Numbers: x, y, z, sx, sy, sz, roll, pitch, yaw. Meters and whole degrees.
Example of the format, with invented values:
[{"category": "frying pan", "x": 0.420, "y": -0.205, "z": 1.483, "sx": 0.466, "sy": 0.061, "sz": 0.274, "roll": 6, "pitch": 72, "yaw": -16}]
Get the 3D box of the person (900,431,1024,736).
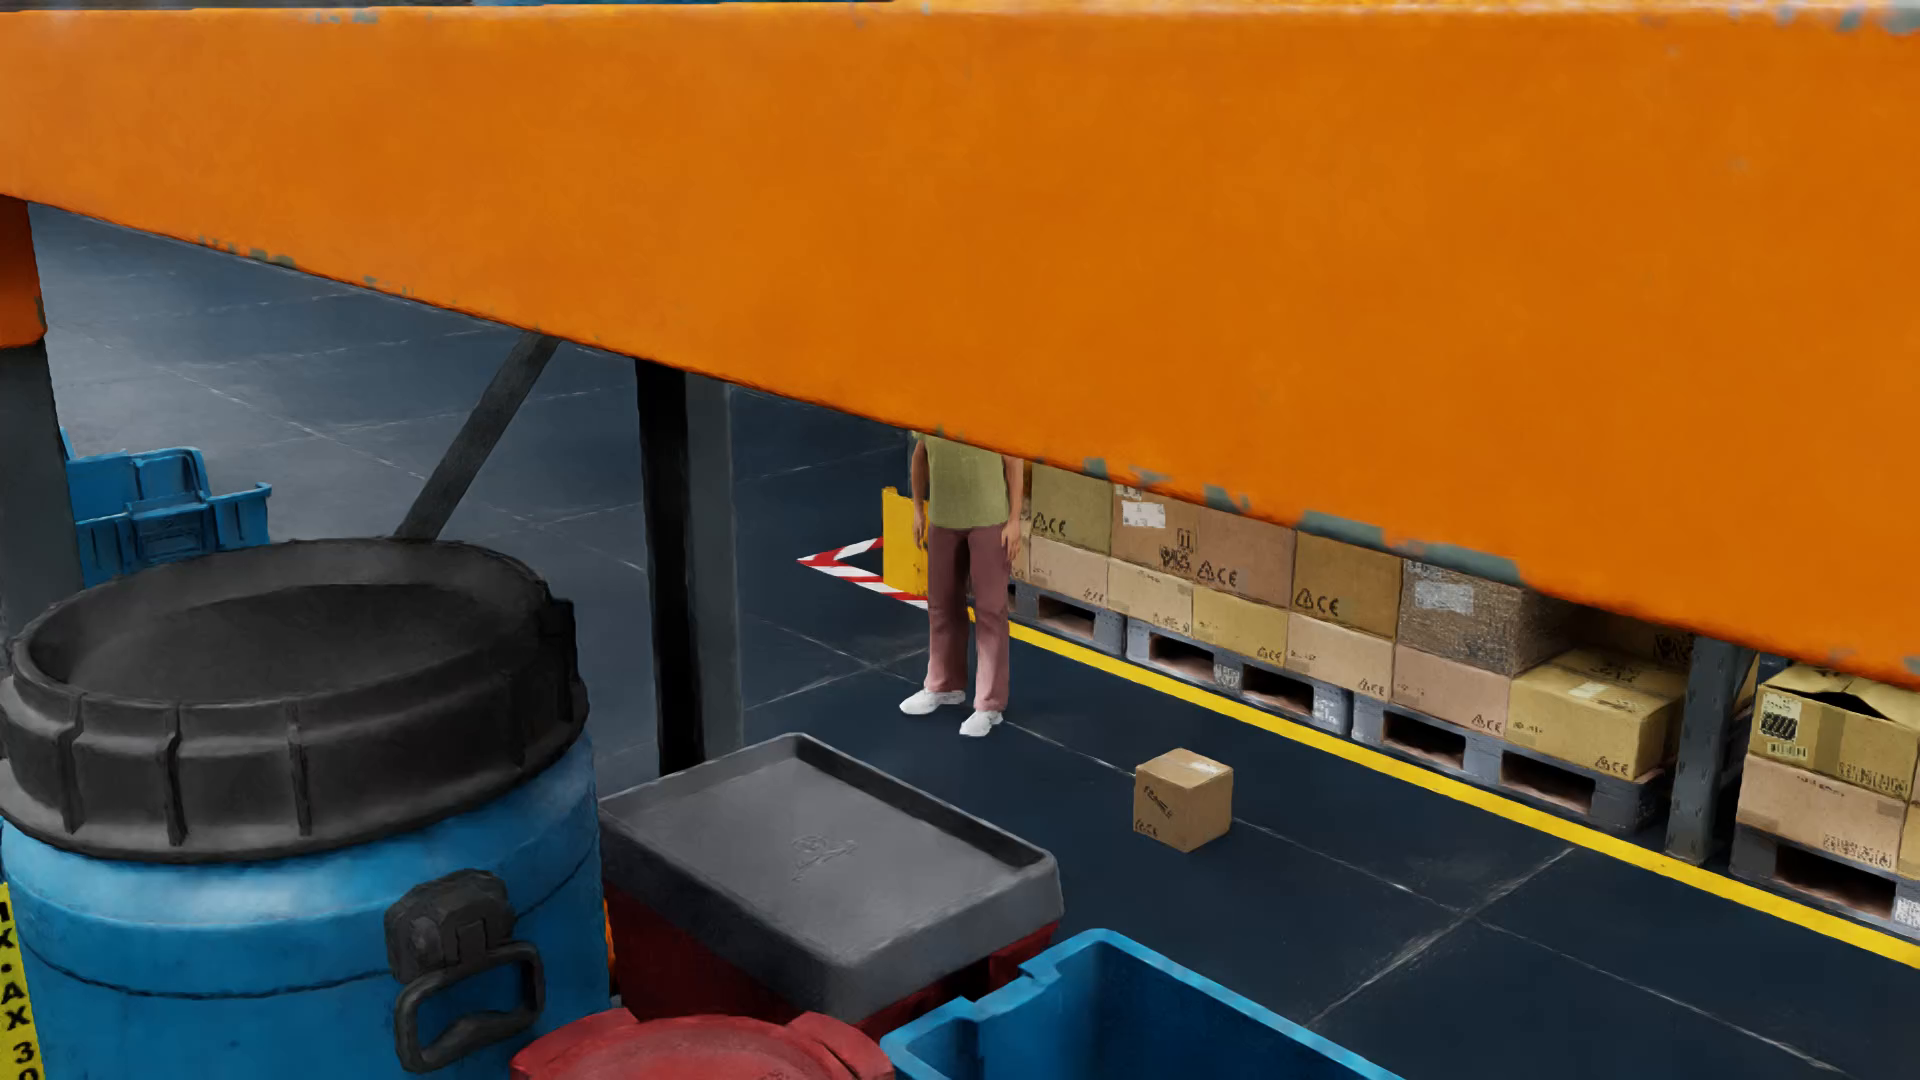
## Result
[{"category": "person", "x": -0.007, "y": -0.051, "z": 6.624, "sx": 0.524, "sy": 1.679, "sz": 0.451, "roll": 8, "pitch": 19, "yaw": 23}]
